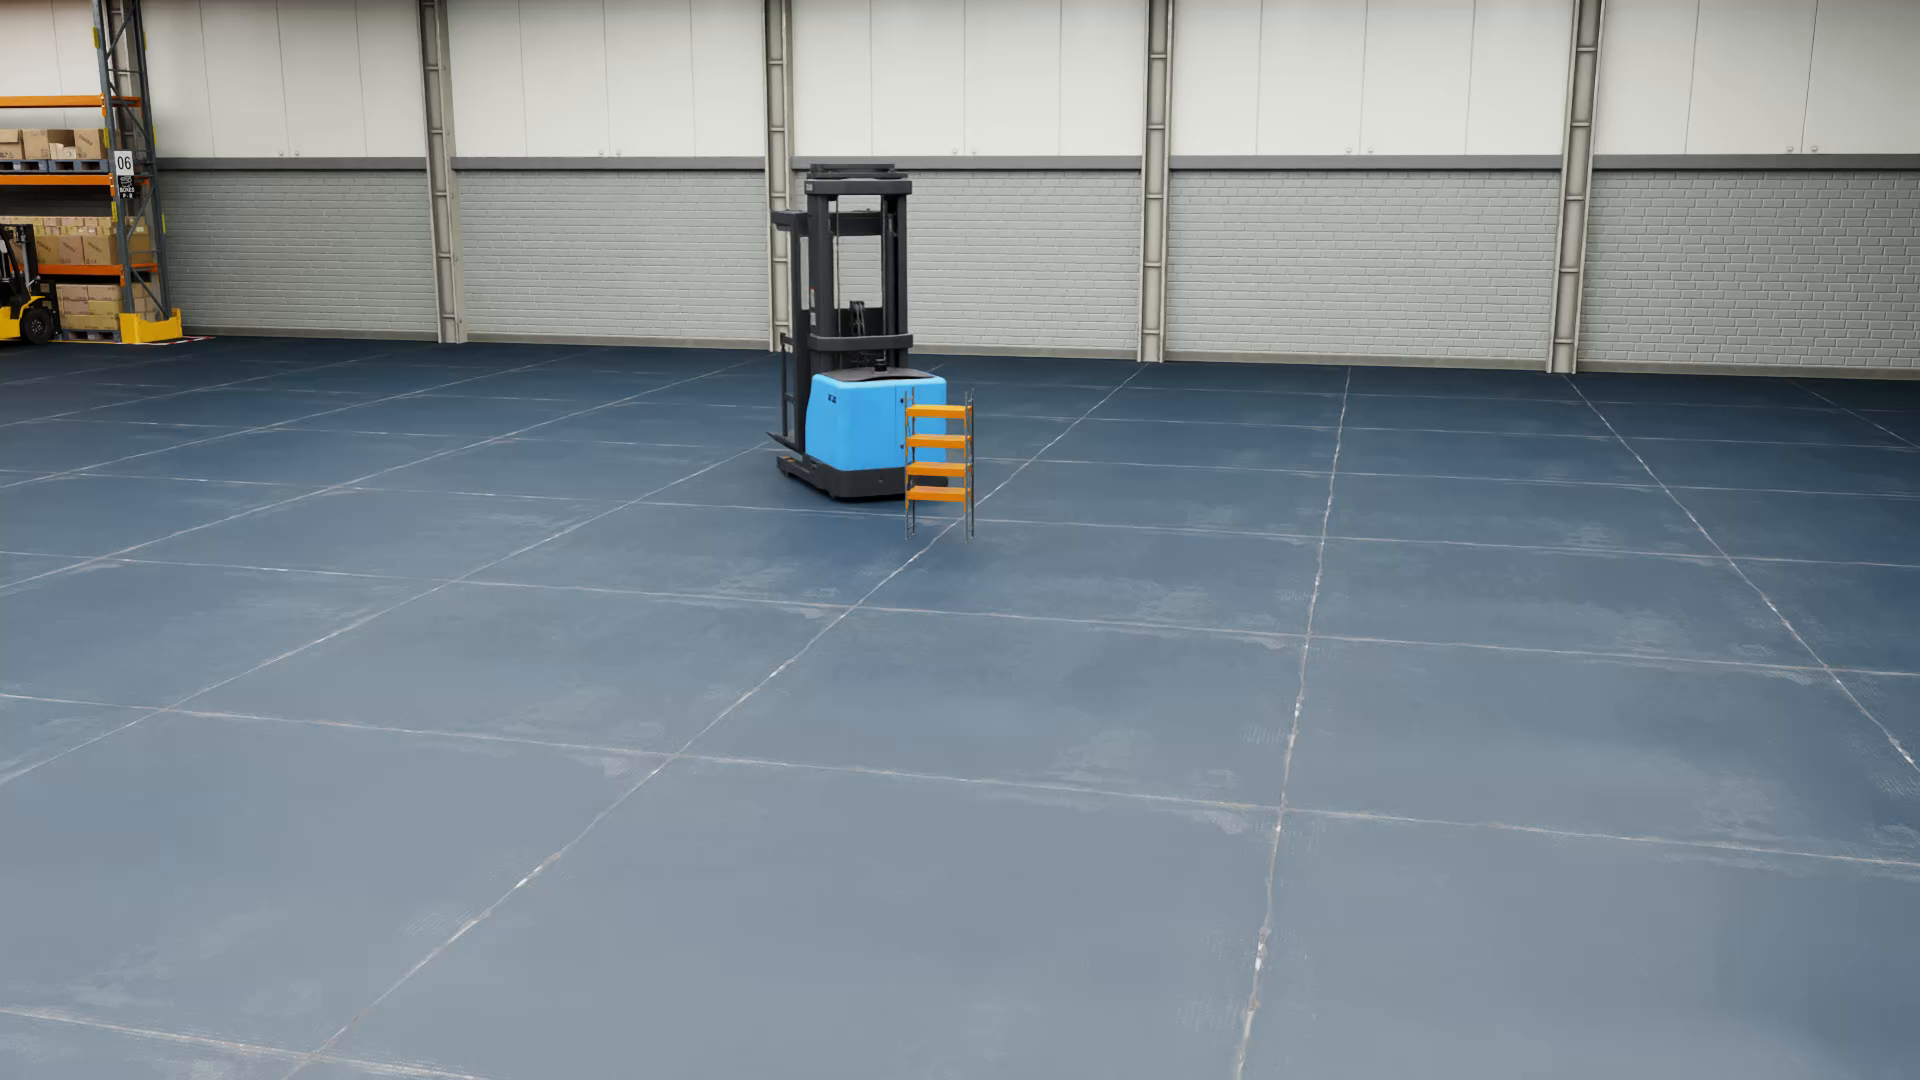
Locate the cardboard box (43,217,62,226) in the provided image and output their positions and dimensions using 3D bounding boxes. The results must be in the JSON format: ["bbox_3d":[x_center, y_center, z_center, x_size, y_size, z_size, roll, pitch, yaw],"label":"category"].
[{"bbox_3d":[-15.466,-5.462,28.513,0.250,0.149,0.380,3,13,15],"label":"cardboard box"}]

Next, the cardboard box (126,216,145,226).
[{"bbox_3d":[-14.332,-5.517,28.762,0.250,0.149,0.380,3,13,12],"label":"cardboard box"}]

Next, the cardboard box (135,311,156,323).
[{"bbox_3d":[-14.487,-3.874,29.147,0.500,0.250,0.500,3,13,14],"label":"cardboard box"}]

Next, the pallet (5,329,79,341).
[{"bbox_3d":[-15.991,-3.678,29.323,1.213,0.211,1.003,3,13,14],"label":"pallet"}]

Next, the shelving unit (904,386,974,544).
[{"bbox_3d":[-0.161,-0.594,13.143,0.503,1.200,0.258,3,13,14],"label":"shelving unit"}]

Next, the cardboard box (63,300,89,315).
[{"bbox_3d":[-15.089,-4.039,28.737,0.500,0.250,0.500,3,13,13],"label":"cardboard box"}]

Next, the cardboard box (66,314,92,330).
[{"bbox_3d":[-15.070,-3.793,28.782,0.500,0.250,0.500,3,13,14],"label":"cardboard box"}]

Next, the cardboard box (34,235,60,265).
[{"bbox_3d":[-15.597,-5.019,28.699,0.500,0.500,0.500,3,13,12],"label":"cardboard box"}]

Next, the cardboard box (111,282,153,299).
[{"bbox_3d":[-14.479,-4.360,29.030,0.500,0.250,0.500,3,13,13],"label":"cardboard box"}]

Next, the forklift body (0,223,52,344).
[{"bbox_3d":[-16.336,-4.245,27.401,1.214,2.155,2.313,3,13,14],"label":"forklift body"}]

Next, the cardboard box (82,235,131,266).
[{"bbox_3d":[-14.598,-4.964,28.450,0.500,0.500,0.500,3,13,12],"label":"cardboard box"}]

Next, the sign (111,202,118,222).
[{"bbox_3d":[-14.201,-5.512,27.932,0.005,0.325,0.100,3,13,14],"label":"sign"}]

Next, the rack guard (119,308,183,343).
[{"bbox_3d":[-14.034,-3.723,28.859,0.348,0.500,1.175,3,13,14],"label":"rack guard"}]

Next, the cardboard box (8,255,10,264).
[{"bbox_3d":[-16.571,-5.073,28.944,0.500,0.500,0.500,3,13,13],"label":"cardboard box"}]

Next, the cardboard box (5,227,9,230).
[{"bbox_3d":[-16.459,-5.373,28.798,0.250,0.149,0.380,3,13,12],"label":"cardboard box"}]

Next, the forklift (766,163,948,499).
[{"bbox_3d":[-1.132,-2.071,15.800,1.130,2.935,3.031,-5,13,-22],"label":"forklift"}]

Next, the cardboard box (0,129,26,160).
[{"bbox_3d":[-16.075,-6.797,28.582,0.637,0.503,0.797,3,13,15],"label":"cardboard box"}]

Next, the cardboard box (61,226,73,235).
[{"bbox_3d":[-15.192,-5.318,28.548,0.250,0.149,0.380,3,13,13],"label":"cardboard box"}]

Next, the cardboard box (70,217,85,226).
[{"bbox_3d":[-14.963,-5.444,28.429,0.250,0.149,0.380,3,13,15],"label":"cardboard box"}]

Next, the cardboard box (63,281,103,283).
[{"bbox_3d":[-15.448,-4.413,29.271,0.500,0.250,0.500,3,13,13],"label":"cardboard box"}]

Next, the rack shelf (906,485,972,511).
[{"bbox_3d":[-0.161,-0.335,13.200,0.480,0.148,0.258,3,13,14],"label":"rack shelf"}]

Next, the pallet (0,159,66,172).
[{"bbox_3d":[-15.926,-6.471,28.752,1.213,0.211,1.003,3,13,14],"label":"pallet"}]

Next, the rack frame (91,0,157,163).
[{"bbox_3d":[-14.057,-7.873,27.944,0.127,3.000,1.000,3,13,14],"label":"rack frame"}]

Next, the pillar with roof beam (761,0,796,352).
[{"bbox_3d":[-3.898,-6.571,22.074,0.400,9.000,9.100,3,13,14],"label":"pillar with roof beam"}]

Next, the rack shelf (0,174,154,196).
[{"bbox_3d":[-15.999,-6.161,28.815,4.000,0.370,1.077,3,13,14],"label":"rack shelf"}]

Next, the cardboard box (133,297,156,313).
[{"bbox_3d":[-14.464,-4.119,29.099,0.500,0.250,0.500,3,13,15],"label":"cardboard box"}]

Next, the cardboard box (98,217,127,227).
[{"bbox_3d":[-14.456,-5.429,28.365,0.250,0.149,0.380,3,13,14],"label":"cardboard box"}]

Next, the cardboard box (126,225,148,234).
[{"bbox_3d":[-14.325,-5.382,28.838,0.250,0.149,0.380,3,13,12],"label":"cardboard box"}]

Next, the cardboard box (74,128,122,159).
[{"bbox_3d":[-14.546,-6.683,28.075,0.500,0.500,0.500,3,13,15],"label":"cardboard box"}]

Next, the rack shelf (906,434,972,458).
[{"bbox_3d":[-0.161,-0.747,13.109,0.480,0.148,0.258,3,13,14],"label":"rack shelf"}]

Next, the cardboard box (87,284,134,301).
[{"bbox_3d":[-14.579,-4.254,28.550,0.500,0.250,0.500,4,13,15],"label":"cardboard box"}]

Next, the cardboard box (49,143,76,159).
[{"bbox_3d":[-15.181,-6.589,28.193,0.258,0.266,0.396,3,13,14],"label":"cardboard box"}]

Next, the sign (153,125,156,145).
[{"bbox_3d":[-13.919,-6.991,28.691,0.005,0.325,0.100,3,13,14],"label":"sign"}]

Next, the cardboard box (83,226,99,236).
[{"bbox_3d":[-14.716,-5.276,28.360,0.250,0.149,0.380,3,13,14],"label":"cardboard box"}]

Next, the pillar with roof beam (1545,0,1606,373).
[{"bbox_3d":[7.752,-5.948,19.267,0.400,9.000,9.100,3,13,14],"label":"pillar with roof beam"}]

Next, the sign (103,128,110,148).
[{"bbox_3d":[-14.201,-6.689,27.671,0.005,0.325,0.100,3,13,14],"label":"sign"}]

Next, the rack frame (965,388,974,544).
[{"bbox_3d":[0.076,-0.582,13.085,0.015,1.200,0.240,3,13,14],"label":"rack frame"}]

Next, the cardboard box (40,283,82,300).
[{"bbox_3d":[-15.569,-4.303,28.773,0.500,0.250,0.500,3,13,14],"label":"cardboard box"}]

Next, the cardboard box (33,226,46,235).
[{"bbox_3d":[-15.712,-5.330,28.606,0.250,0.149,0.380,3,13,14],"label":"cardboard box"}]

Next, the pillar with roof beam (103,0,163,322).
[{"bbox_3d":[-15.549,-7.194,24.881,0.400,9.000,9.100,3,13,14],"label":"pillar with roof beam"}]

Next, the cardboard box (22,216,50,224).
[{"bbox_3d":[-15.946,-5.508,28.718,0.250,0.149,0.380,3,13,14],"label":"cardboard box"}]

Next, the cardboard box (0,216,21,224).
[{"bbox_3d":[-16.433,-5.534,28.835,0.250,0.149,0.380,3,13,13],"label":"cardboard box"}]
